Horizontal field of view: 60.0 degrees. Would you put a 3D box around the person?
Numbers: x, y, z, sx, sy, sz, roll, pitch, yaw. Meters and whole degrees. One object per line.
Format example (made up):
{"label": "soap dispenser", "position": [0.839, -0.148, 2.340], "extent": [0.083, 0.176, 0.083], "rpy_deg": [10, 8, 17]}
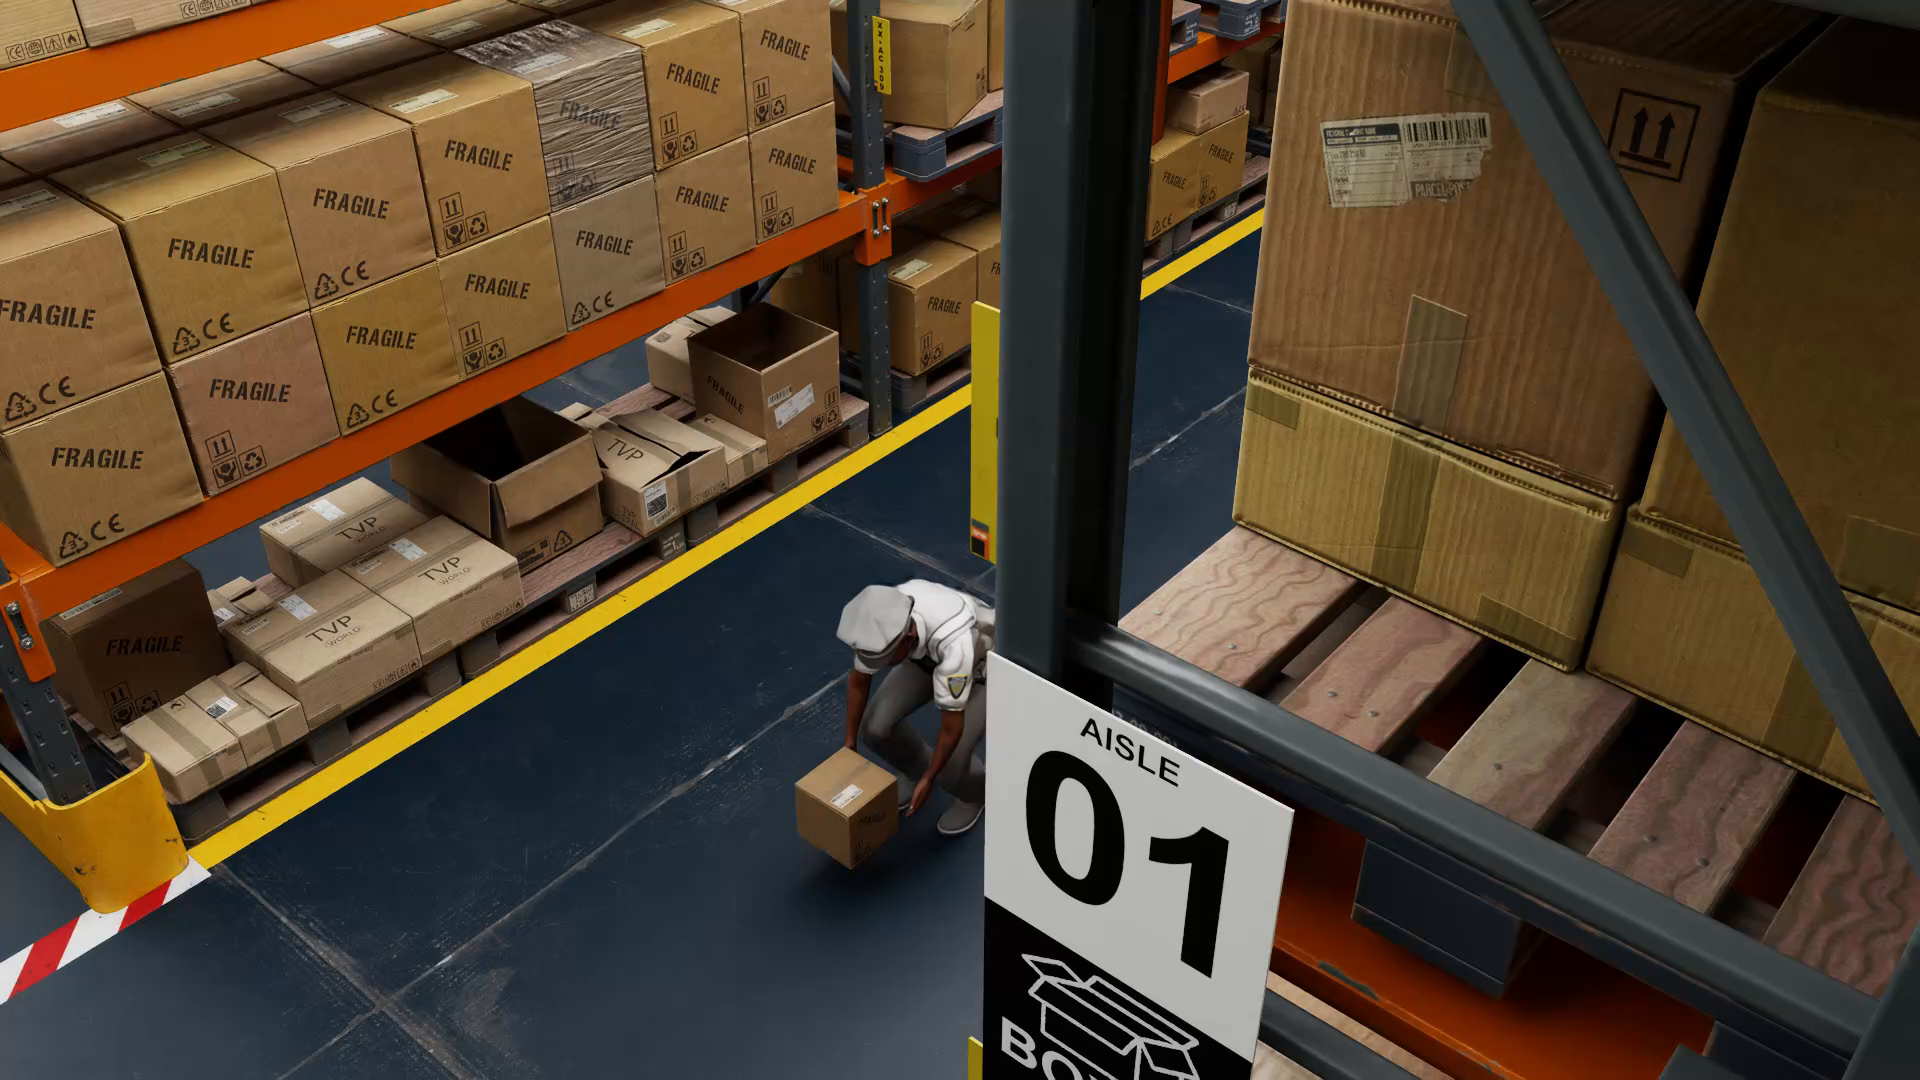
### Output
{"label": "person", "position": [-0.099, 0.547, 5.804], "extent": [0.496, 1.170, 0.805], "rpy_deg": [26, 43, 32]}
